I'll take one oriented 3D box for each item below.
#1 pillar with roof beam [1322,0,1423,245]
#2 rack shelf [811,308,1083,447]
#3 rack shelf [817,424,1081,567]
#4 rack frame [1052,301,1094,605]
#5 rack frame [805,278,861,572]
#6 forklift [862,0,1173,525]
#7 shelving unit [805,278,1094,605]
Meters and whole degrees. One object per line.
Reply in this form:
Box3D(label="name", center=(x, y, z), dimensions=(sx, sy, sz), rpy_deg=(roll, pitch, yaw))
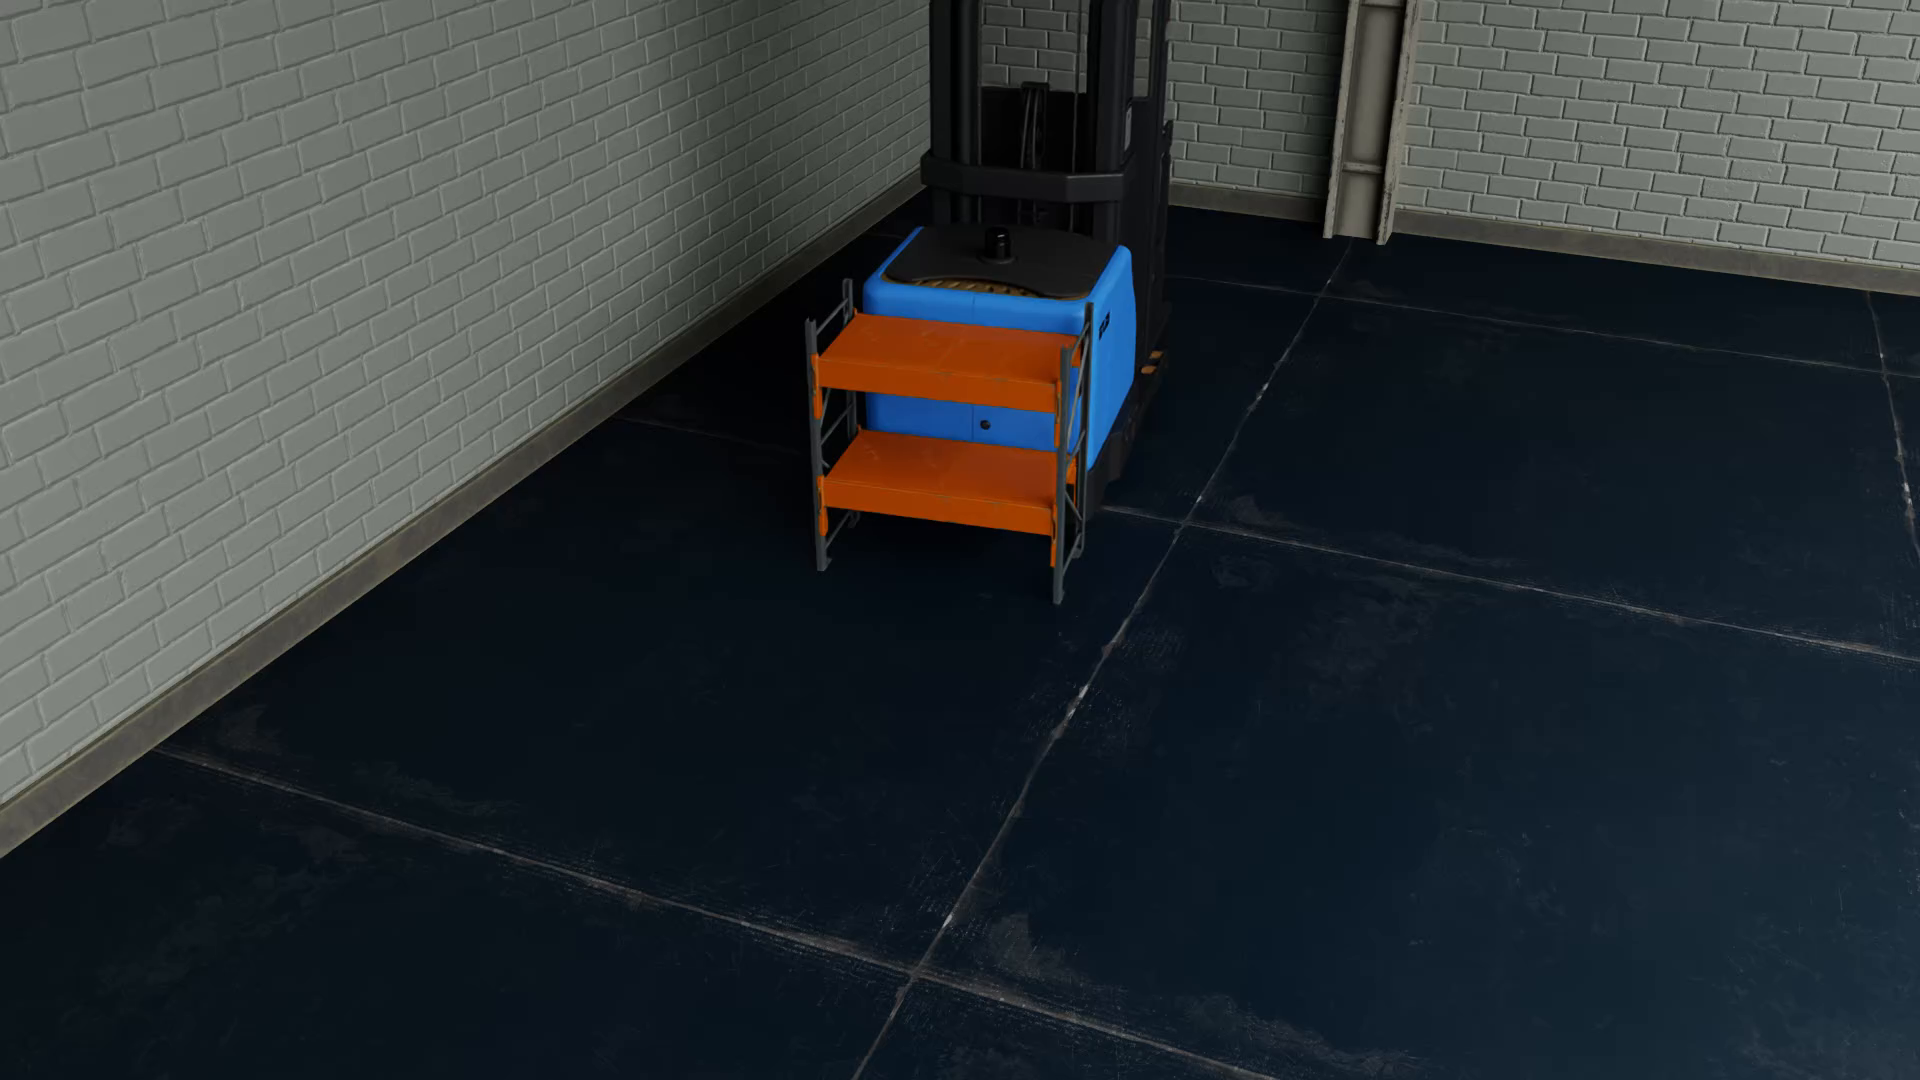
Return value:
Box3D(label="pillar with roof beam", center=(0.952, -3.935, 5.067), dimensions=(0.400, 9.000, 9.100), rpy_deg=(11, 31, 19))
Box3D(label="rack shelf", center=(-0.034, -0.665, 6.688), dimensions=(1.000, 0.278, 0.538), rpy_deg=(8, 30, 13))
Box3D(label="rack shelf", center=(-0.034, -0.197, 6.952), dimensions=(1.000, 0.278, 0.538), rpy_deg=(8, 30, 13))
Box3D(label="rack frame", center=(0.457, -0.345, 6.717), dimensions=(0.032, 1.125, 0.500), rpy_deg=(8, 30, 13))
Box3D(label="rack frame", center=(-0.524, -0.475, 6.947), dimensions=(0.032, 1.125, 0.500), rpy_deg=(8, 30, 13))
Box3D(label="forklift", center=(0.465, -2.054, 7.905), dimensions=(1.130, 2.935, 3.031), rpy_deg=(8, 30, 14))
Box3D(label="shelving unit", center=(-0.034, -0.410, 6.832), dimensions=(1.048, 1.125, 0.538), rpy_deg=(8, 30, 13))
